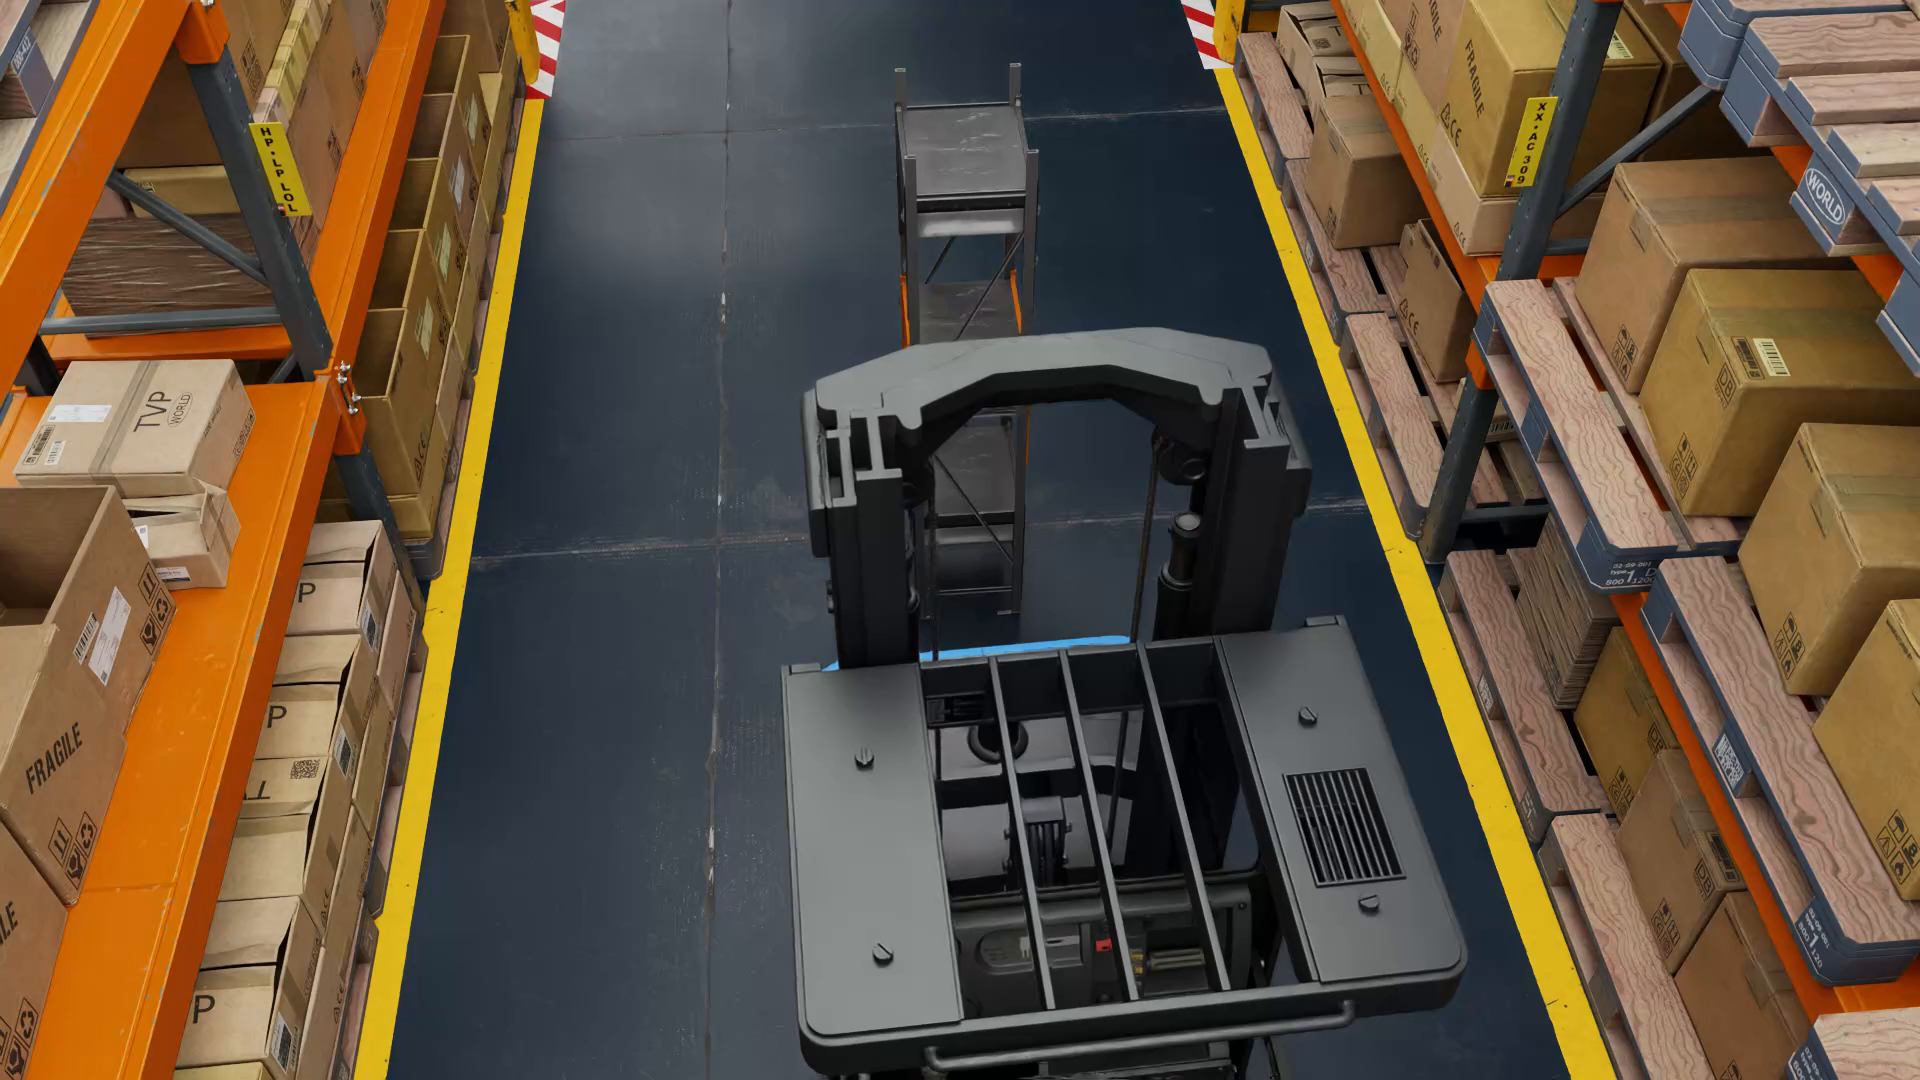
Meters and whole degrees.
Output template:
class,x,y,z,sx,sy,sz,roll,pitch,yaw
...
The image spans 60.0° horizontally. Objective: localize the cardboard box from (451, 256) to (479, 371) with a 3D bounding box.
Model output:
class,x,y,z,sx,sy,sz,roll,pitch,yaw
cardboard box,-2.391,-0.975,7.212,0.500,0.250,0.500,-3,47,-3

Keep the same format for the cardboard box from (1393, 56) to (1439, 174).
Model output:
class,x,y,z,sx,sy,sz,roll,pitch,yaw
cardboard box,1.980,-1.643,6.329,0.500,0.250,0.500,-3,47,-3

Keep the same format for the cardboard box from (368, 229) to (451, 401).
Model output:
class,x,y,z,sx,sy,sz,roll,pitch,yaw
cardboard box,-2.357,-0.871,6.597,0.500,0.500,0.500,-3,47,-3

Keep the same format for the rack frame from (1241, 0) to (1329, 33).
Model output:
class,x,y,z,sx,sy,sz,roll,pitch,yaw
rack frame,2.021,-3.896,8.374,1.000,3.000,0.127,-3,47,-3

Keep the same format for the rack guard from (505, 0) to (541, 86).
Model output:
class,x,y,z,sx,sy,sz,roll,pitch,yaw
rack guard,-2.917,-2.750,9.010,1.175,0.500,0.348,-3,47,-3

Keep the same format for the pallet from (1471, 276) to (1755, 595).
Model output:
class,x,y,z,sx,sy,sz,roll,pitch,yaw
pallet,2.274,-0.374,5.171,1.003,0.211,1.213,-3,47,-3

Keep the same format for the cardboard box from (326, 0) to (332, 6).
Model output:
class,x,y,z,sx,sy,sz,roll,pitch,yaw
cardboard box,-2.522,-2.094,6.152,0.380,0.149,0.250,-5,47,-4

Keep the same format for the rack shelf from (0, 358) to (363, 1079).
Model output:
class,x,y,z,sx,sy,sz,roll,pitch,yaw
rack shelf,-2.413,0.996,4.236,1.077,0.370,4.000,-3,47,-3

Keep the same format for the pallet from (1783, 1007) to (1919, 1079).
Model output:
class,x,y,z,sx,sy,sz,roll,pitch,yaw
pallet,2.524,1.449,3.444,1.213,0.211,1.003,-3,47,-3

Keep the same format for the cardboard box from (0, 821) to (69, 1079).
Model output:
class,x,y,z,sx,sy,sz,roll,pitch,yaw
cardboard box,-2.402,0.948,3.717,0.500,0.500,0.500,-6,47,-5

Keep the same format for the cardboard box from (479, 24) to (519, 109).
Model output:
class,x,y,z,sx,sy,sz,roll,pitch,yaw
cardboard box,-2.576,-2.421,8.582,0.500,0.250,0.500,-3,47,-3

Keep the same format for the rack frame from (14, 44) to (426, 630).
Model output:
class,x,y,z,sx,sy,sz,roll,pitch,yaw
rack frame,-2.581,-0.698,5.345,1.000,3.000,0.127,-3,47,-3

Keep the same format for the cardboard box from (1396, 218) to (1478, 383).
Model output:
class,x,y,z,sx,sy,sz,roll,pitch,yaw
cardboard box,2.229,-1.042,7.090,0.500,0.500,0.500,-7,47,-6

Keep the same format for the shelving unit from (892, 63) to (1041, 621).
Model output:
class,x,y,z,sx,sy,sz,roll,pitch,yaw
shelving unit,0.014,-0.602,5.874,0.431,2.100,0.503,-3,47,-3

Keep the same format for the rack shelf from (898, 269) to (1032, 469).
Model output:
class,x,y,z,sx,sy,sz,roll,pitch,yaw
rack shelf,0.014,-0.593,5.884,0.431,0.518,0.480,-3,47,-3

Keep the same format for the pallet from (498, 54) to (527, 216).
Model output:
class,x,y,z,sx,sy,sz,roll,pitch,yaw
pallet,-2.810,-2.083,8.577,1.003,0.211,1.213,-3,47,-3

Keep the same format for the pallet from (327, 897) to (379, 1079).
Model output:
class,x,y,z,sx,sy,sz,roll,pitch,yaw
pallet,-2.375,1.676,5.017,1.003,0.211,1.213,-3,47,-3

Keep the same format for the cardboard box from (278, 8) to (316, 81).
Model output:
class,x,y,z,sx,sy,sz,roll,pitch,yaw
cardboard box,-2.478,-1.720,5.797,0.380,0.149,0.250,-4,47,-4

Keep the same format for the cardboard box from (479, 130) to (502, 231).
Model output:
class,x,y,z,sx,sy,sz,roll,pitch,yaw
cardboard box,-2.479,-1.699,7.897,0.500,0.250,0.500,-3,47,-3

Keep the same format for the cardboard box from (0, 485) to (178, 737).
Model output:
class,x,y,z,sx,sy,sz,roll,pitch,yaw
cardboard box,-2.488,0.205,4.421,0.500,0.500,0.500,0,47,0

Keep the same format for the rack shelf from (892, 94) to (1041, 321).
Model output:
class,x,y,z,sx,sy,sz,roll,pitch,yaw
rack shelf,0.014,-1.074,5.376,0.431,0.518,0.480,-3,47,-3

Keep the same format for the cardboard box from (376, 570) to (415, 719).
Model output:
class,x,y,z,sx,sy,sz,roll,pitch,yaw
cardboard box,-2.257,0.385,5.924,0.500,0.250,0.500,-4,47,-4

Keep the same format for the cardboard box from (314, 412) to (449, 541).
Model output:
class,x,y,z,sx,sy,sz,roll,pitch,yaw
cardboard box,-2.317,-0.251,6.527,0.500,0.250,0.500,-3,47,-3

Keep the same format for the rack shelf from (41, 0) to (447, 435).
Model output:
class,x,y,z,sx,sy,sz,roll,pitch,yaw
rack shelf,-2.748,-1.898,6.977,1.077,0.370,4.000,-3,47,-3

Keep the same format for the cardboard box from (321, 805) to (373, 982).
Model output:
class,x,y,z,sx,sy,sz,roll,pitch,yaw
cardboard box,-2.173,1.121,5.227,0.500,0.250,0.500,-3,47,-2

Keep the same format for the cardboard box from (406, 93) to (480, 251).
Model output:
class,x,y,z,sx,sy,sz,roll,pitch,yaw
cardboard box,-2.435,-1.595,7.283,0.500,0.500,0.500,-3,47,-3

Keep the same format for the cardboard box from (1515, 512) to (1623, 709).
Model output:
class,x,y,z,sx,sy,sz,roll,pitch,yaw
cardboard box,2.434,0.238,5.878,0.700,0.500,0.500,-2,47,-2

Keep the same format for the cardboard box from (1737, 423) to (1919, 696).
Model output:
class,x,y,z,sx,sy,sz,roll,pitch,yaw
cardboard box,2.490,0.062,4.254,0.700,0.500,0.500,2,47,2

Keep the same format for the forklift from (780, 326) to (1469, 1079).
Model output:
class,x,y,z,sx,sy,sz,roll,pitch,yaw
forklift,0.237,1.115,3.676,1.130,2.935,3.031,-5,47,-5

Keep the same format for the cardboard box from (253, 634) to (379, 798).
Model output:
class,x,y,z,sx,sy,sz,roll,pitch,yaw
cardboard box,-2.211,0.562,5.371,0.500,0.311,0.500,-2,47,-2

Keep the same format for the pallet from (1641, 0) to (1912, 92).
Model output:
class,x,y,z,sx,sy,sz,roll,pitch,yaw
pallet,2.301,-1.516,4.183,1.213,0.211,1.003,-3,47,-3

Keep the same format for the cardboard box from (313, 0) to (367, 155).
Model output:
class,x,y,z,sx,sy,sz,roll,pitch,yaw
cardboard box,-2.713,-1.798,6.318,0.700,0.500,0.500,-3,47,-3

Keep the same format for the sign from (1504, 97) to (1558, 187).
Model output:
class,x,y,z,sx,sy,sz,roll,pitch,yaw
sign,1.815,-1.261,5.282,0.100,0.325,0.005,-3,47,-3

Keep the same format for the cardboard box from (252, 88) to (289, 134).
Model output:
class,x,y,z,sx,sy,sz,roll,pitch,yaw
cardboard box,-2.431,-1.344,5.441,0.380,0.149,0.250,-3,47,-3

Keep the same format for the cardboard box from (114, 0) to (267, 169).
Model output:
class,x,y,z,sx,sy,sz,roll,pitch,yaw
cardboard box,-2.624,-1.499,5.142,0.700,0.500,0.500,-3,47,-3

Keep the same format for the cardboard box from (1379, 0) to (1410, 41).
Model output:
class,x,y,z,sx,sy,sz,roll,pitch,yaw
cardboard box,1.929,-2.264,6.402,0.500,0.500,0.500,-5,47,-4

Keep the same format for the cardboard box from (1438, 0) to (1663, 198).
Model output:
class,x,y,z,sx,sy,sz,roll,pitch,yaw
cardboard box,2.008,-1.539,5.714,0.500,0.500,0.500,-4,47,-3

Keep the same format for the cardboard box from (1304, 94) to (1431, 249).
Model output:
class,x,y,z,sx,sy,sz,roll,pitch,yaw
cardboard box,2.048,-1.736,7.746,0.700,0.500,0.500,-6,47,-6

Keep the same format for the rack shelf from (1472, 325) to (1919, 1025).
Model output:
class,x,y,z,sx,sy,sz,roll,pitch,yaw
rack shelf,2.523,0.692,4.524,1.077,0.370,4.000,-3,47,-3

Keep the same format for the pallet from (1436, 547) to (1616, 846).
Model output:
class,x,y,z,sx,sy,sz,roll,pitch,yaw
pallet,2.422,0.520,6.112,1.003,0.211,1.213,-3,47,-3

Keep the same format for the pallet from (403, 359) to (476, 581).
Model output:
class,x,y,z,sx,sy,sz,roll,pitch,yaw
pallet,-2.605,-0.317,6.905,1.003,0.211,1.213,-3,47,-3

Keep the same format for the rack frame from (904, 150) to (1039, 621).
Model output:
class,x,y,z,sx,sy,sz,roll,pitch,yaw
rack frame,0.034,-0.426,5.707,0.400,2.100,0.015,-3,47,-3

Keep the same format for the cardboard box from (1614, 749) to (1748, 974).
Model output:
class,x,y,z,sx,sy,sz,roll,pitch,yaw
cardboard box,2.529,0.980,5.174,0.700,0.500,0.500,-3,47,-3

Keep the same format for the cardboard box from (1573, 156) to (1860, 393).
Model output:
class,x,y,z,sx,sy,sz,roll,pitch,yaw
cardboard box,2.364,-0.818,5.086,0.700,0.500,0.500,-3,47,-3

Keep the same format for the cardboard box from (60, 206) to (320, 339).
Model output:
class,x,y,z,sx,sy,sz,roll,pitch,yaw
cardboard box,-2.624,-1.053,5.613,0.700,0.500,0.500,-5,47,-4

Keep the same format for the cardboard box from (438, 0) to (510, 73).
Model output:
class,x,y,z,sx,sy,sz,roll,pitch,yaw
cardboard box,-2.574,-2.679,8.310,0.500,0.500,0.500,-3,47,-3

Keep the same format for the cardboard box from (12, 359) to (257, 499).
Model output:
class,x,y,z,sx,sy,sz,roll,pitch,yaw
cardboard box,-2.496,-0.293,5.065,0.500,0.250,0.500,-1,47,-1

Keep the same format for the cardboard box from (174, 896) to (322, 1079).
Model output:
class,x,y,z,sx,sy,sz,roll,pitch,yaw
cardboard box,-2.133,1.287,4.684,0.500,0.311,0.500,-4,47,-4

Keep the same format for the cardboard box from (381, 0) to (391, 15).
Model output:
class,x,y,z,sx,sy,sz,roll,pitch,yaw
cardboard box,-2.805,-2.549,7.029,0.700,0.500,0.500,-3,47,-3

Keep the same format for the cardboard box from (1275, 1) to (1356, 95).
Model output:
class,x,y,z,sx,sy,sz,roll,pitch,yaw
cardboard box,1.989,-2.617,8.711,0.500,0.311,0.500,-8,47,-8

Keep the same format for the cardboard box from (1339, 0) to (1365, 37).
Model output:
class,x,y,z,sx,sy,sz,roll,pitch,yaw
cardboard box,1.879,-2.370,7.018,0.500,0.250,0.500,-3,47,-3
